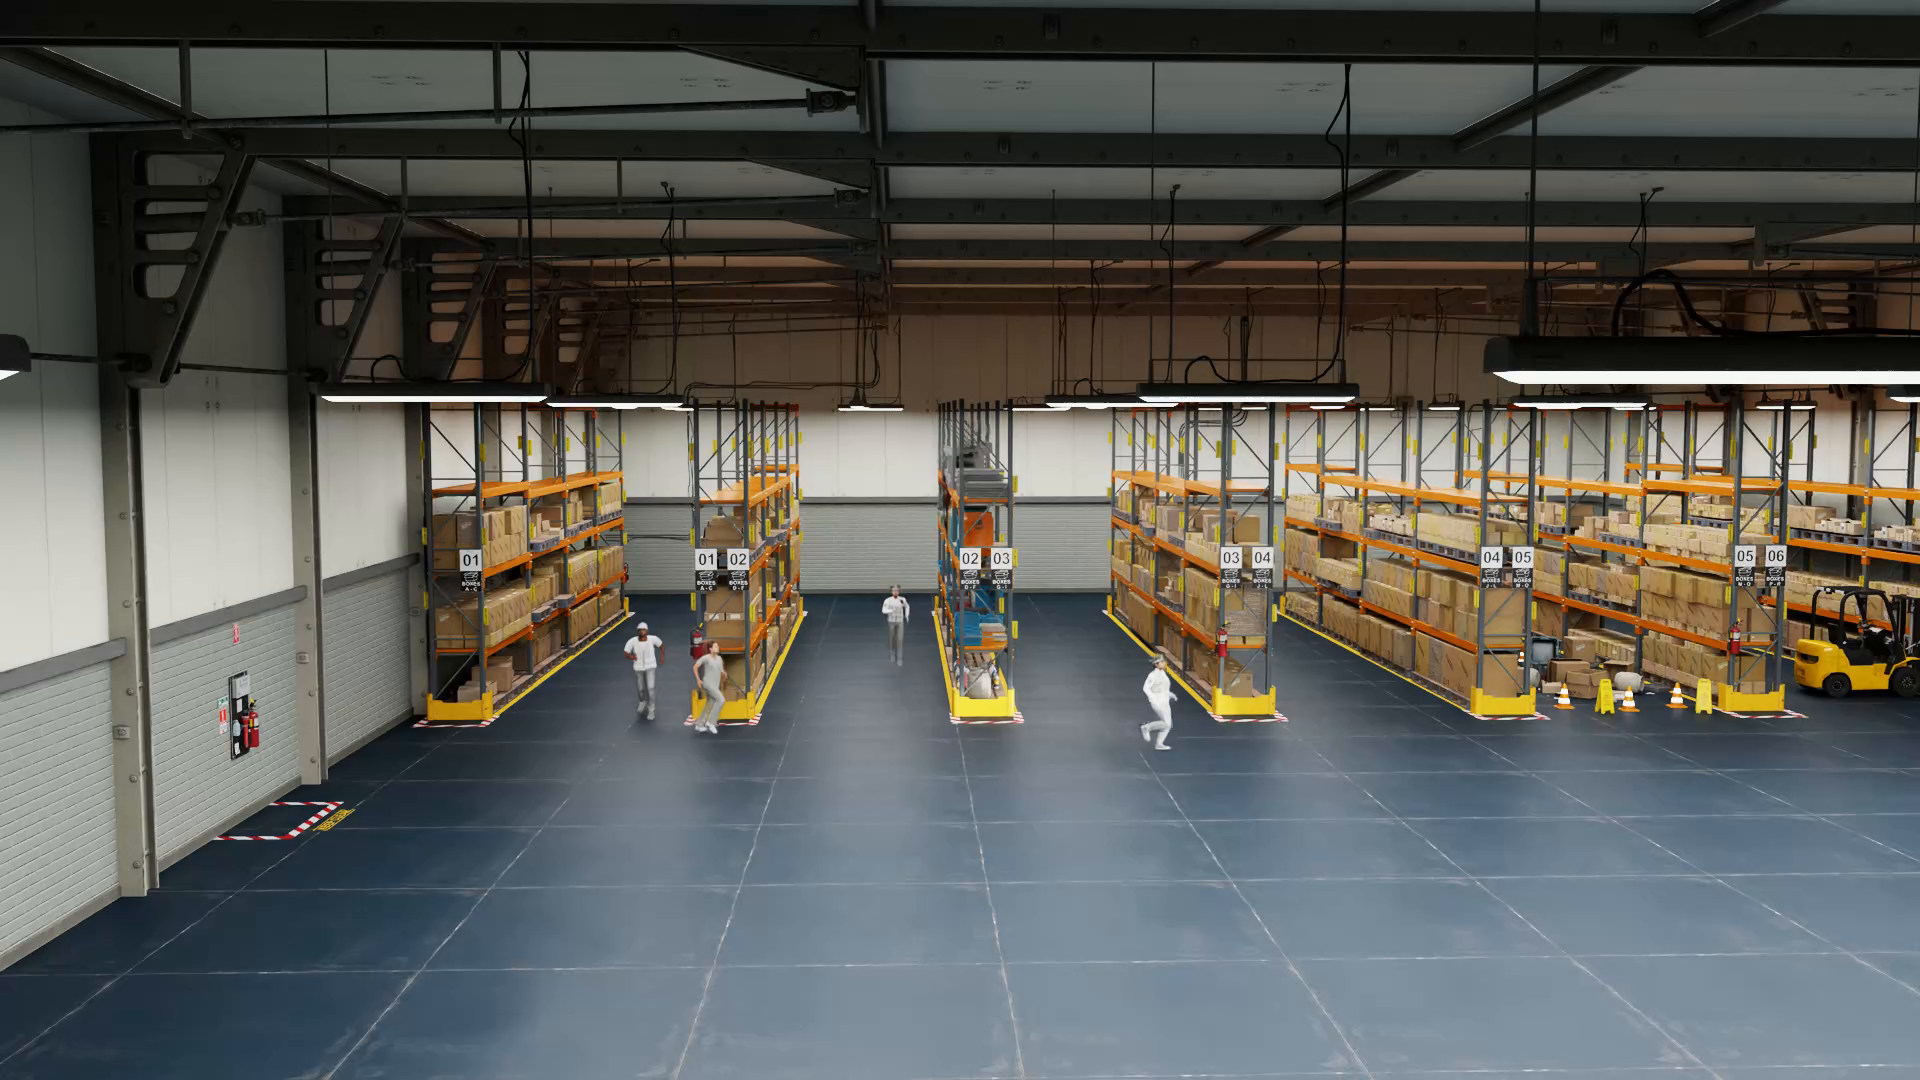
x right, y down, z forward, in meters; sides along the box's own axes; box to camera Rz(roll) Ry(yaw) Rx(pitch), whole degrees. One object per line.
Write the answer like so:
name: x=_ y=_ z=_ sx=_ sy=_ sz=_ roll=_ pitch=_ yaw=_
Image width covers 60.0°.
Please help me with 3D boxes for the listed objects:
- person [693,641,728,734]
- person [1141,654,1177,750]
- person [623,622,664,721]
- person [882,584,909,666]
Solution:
person: x=-4.437 y=2.616 z=29.832 sx=0.663 sy=1.639 sz=0.553 roll=2 pitch=5 yaw=29
person: x=3.399 y=2.754 z=28.340 sx=0.543 sy=1.644 sz=0.629 roll=3 pitch=5 yaw=32
person: x=-5.962 y=2.444 z=31.360 sx=0.762 sy=1.805 sz=0.893 roll=-1 pitch=4 yaw=-8
person: x=-1.390 y=1.821 z=36.156 sx=0.598 sy=1.721 sz=0.821 roll=0 pitch=4 yaw=-4
